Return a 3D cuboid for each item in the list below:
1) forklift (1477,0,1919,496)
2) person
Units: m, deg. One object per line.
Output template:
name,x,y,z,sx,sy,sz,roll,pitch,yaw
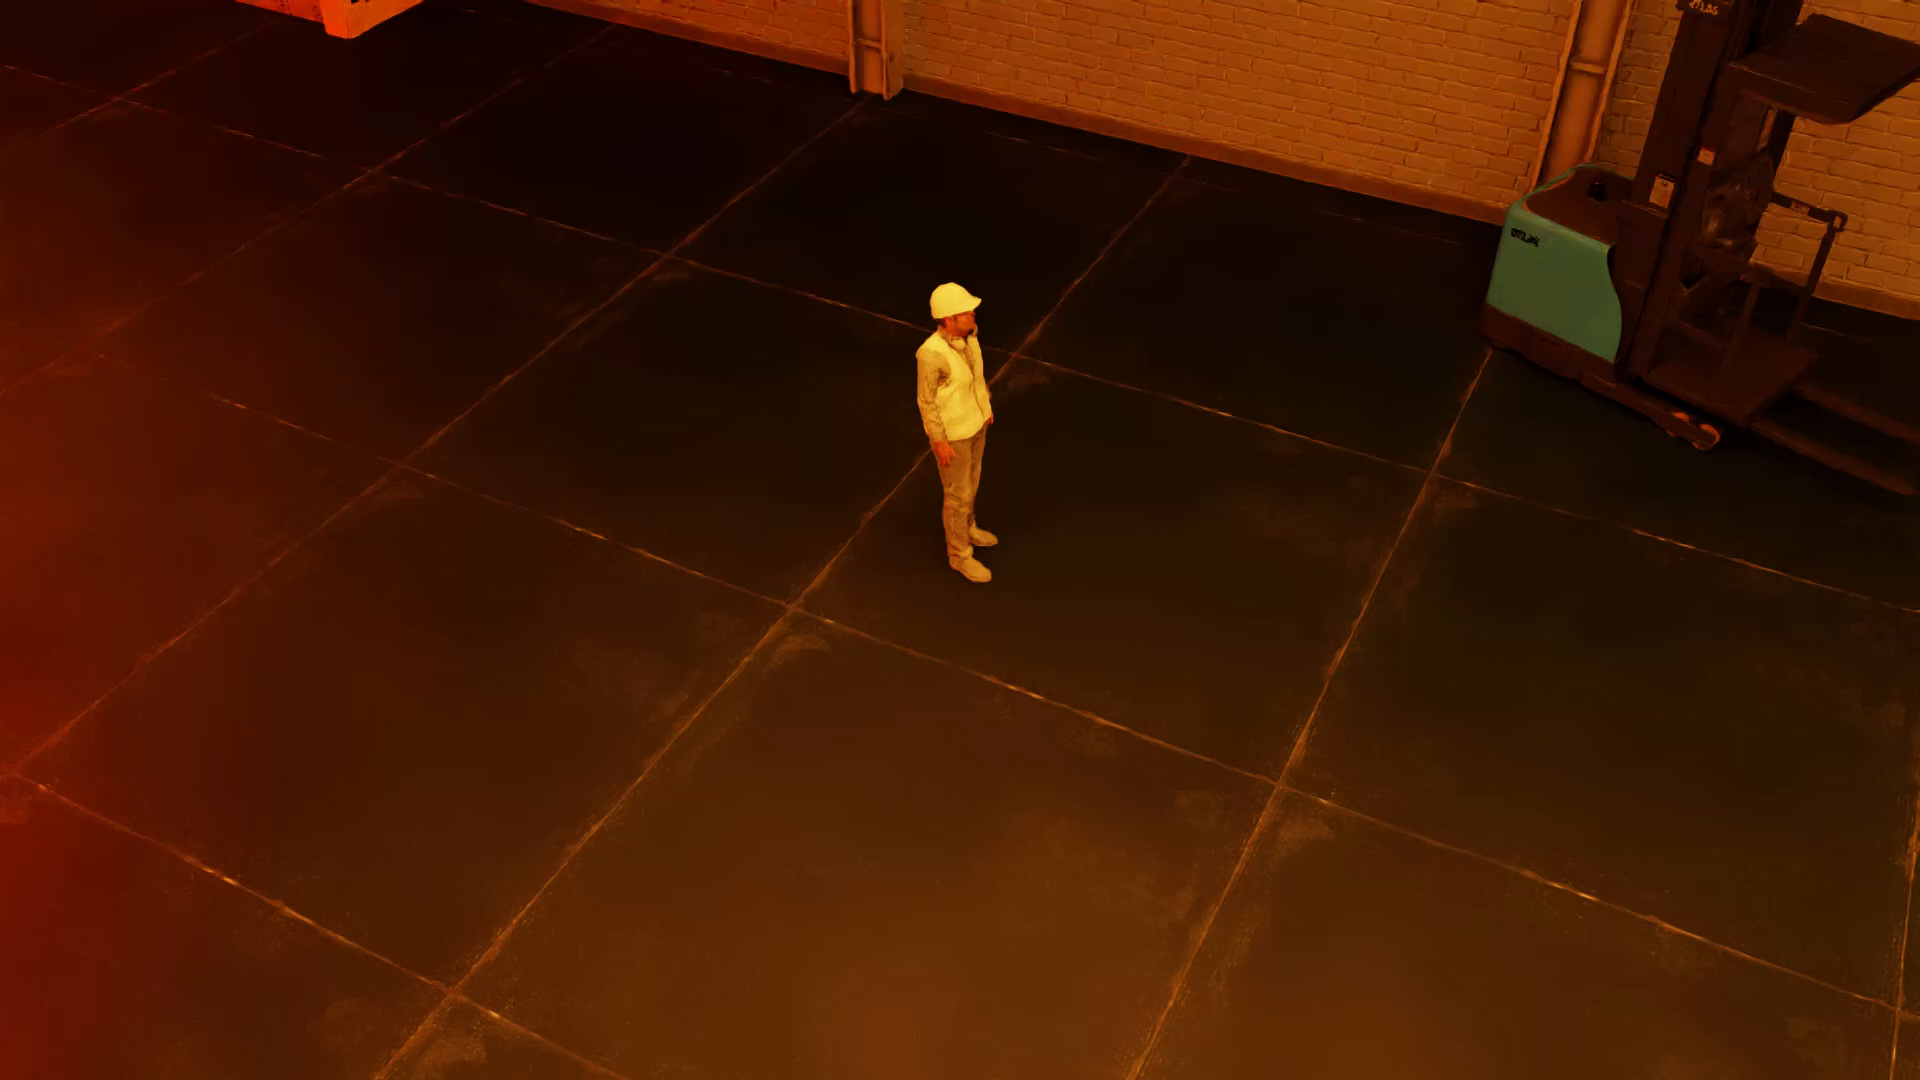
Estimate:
forklift,5.080,-2.089,10.467,1.130,2.935,3.031,-31,49,-31
person,0.052,-0.661,9.658,0.567,1.773,0.632,18,43,21
